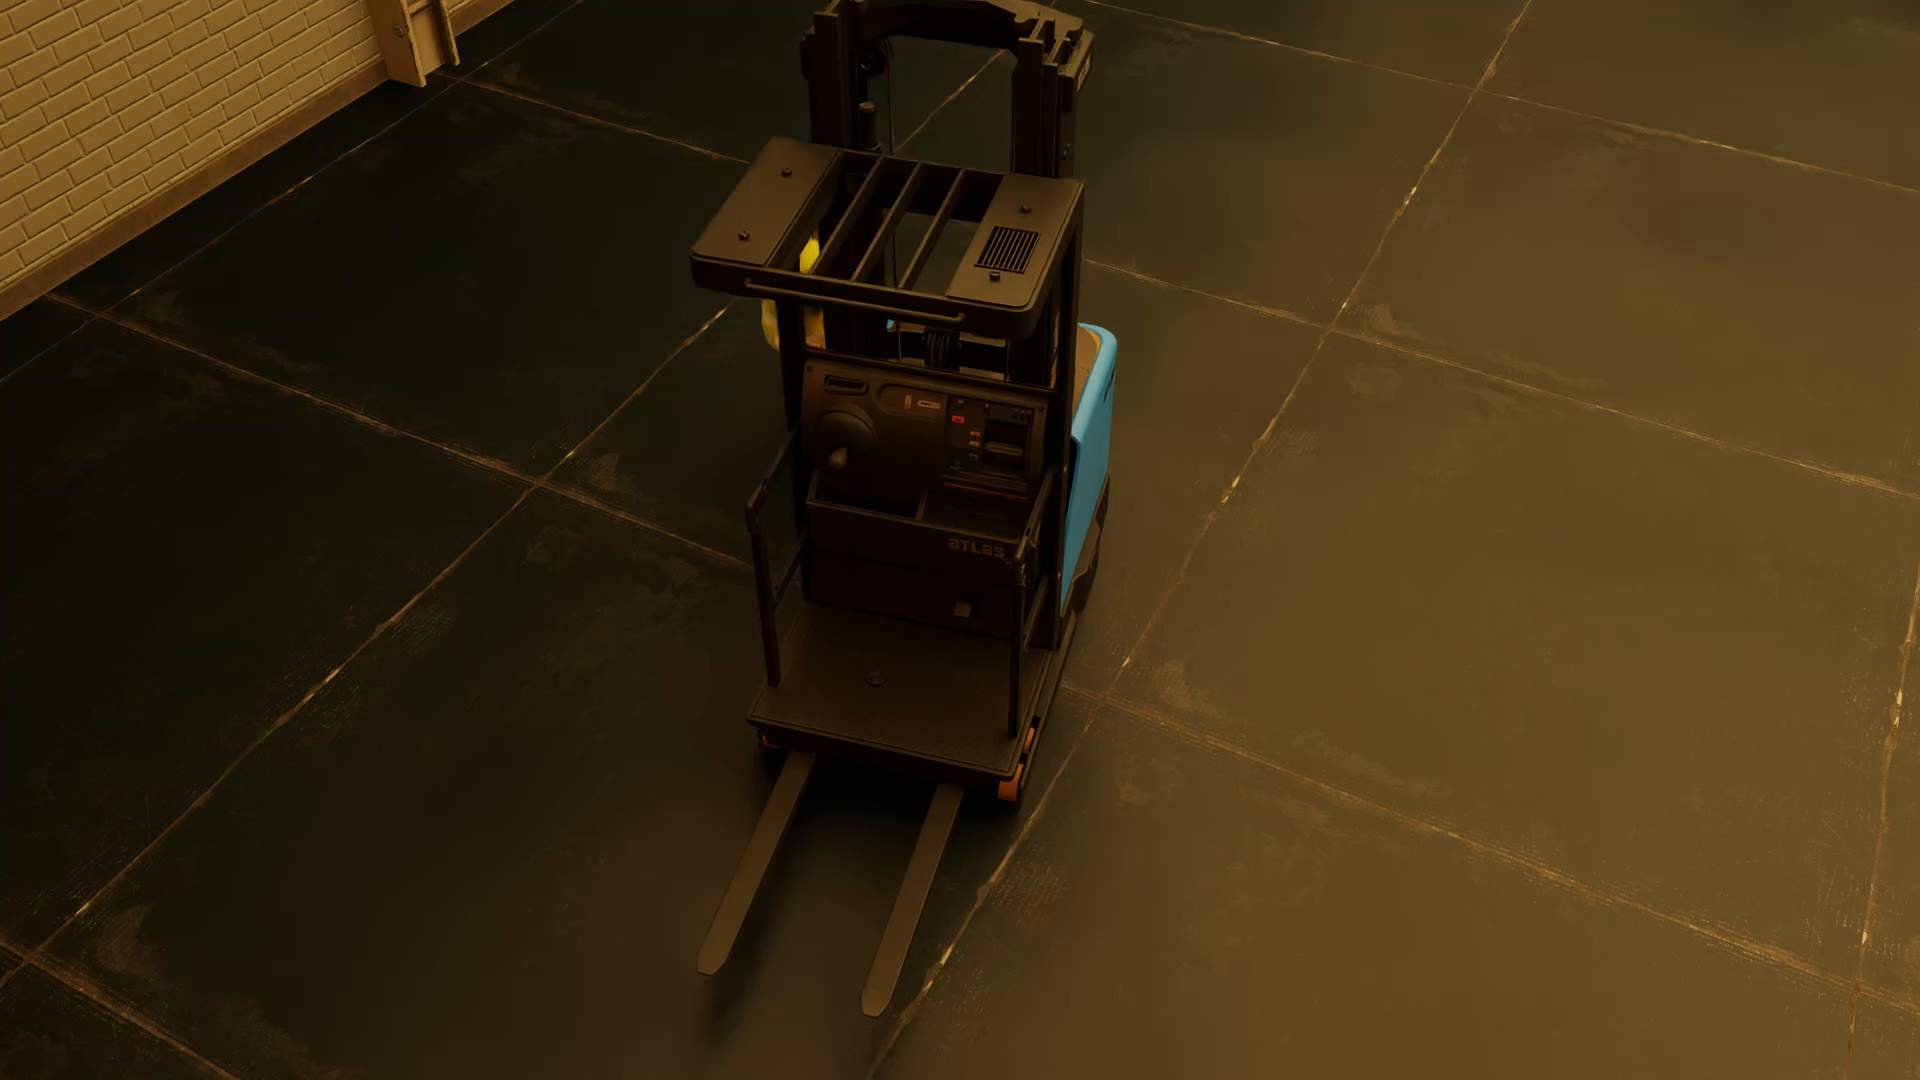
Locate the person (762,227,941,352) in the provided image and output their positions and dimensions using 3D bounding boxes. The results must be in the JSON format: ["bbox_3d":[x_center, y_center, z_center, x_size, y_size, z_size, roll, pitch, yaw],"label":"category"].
[{"bbox_3d":[-0.569,-1.090,7.797,0.861,1.603,0.736,29,51,28],"label":"person"}]

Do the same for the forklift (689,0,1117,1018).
[{"bbox_3d":[-0.195,-0.321,5.994,1.130,2.935,3.031,11,44,11],"label":"forklift"}]
